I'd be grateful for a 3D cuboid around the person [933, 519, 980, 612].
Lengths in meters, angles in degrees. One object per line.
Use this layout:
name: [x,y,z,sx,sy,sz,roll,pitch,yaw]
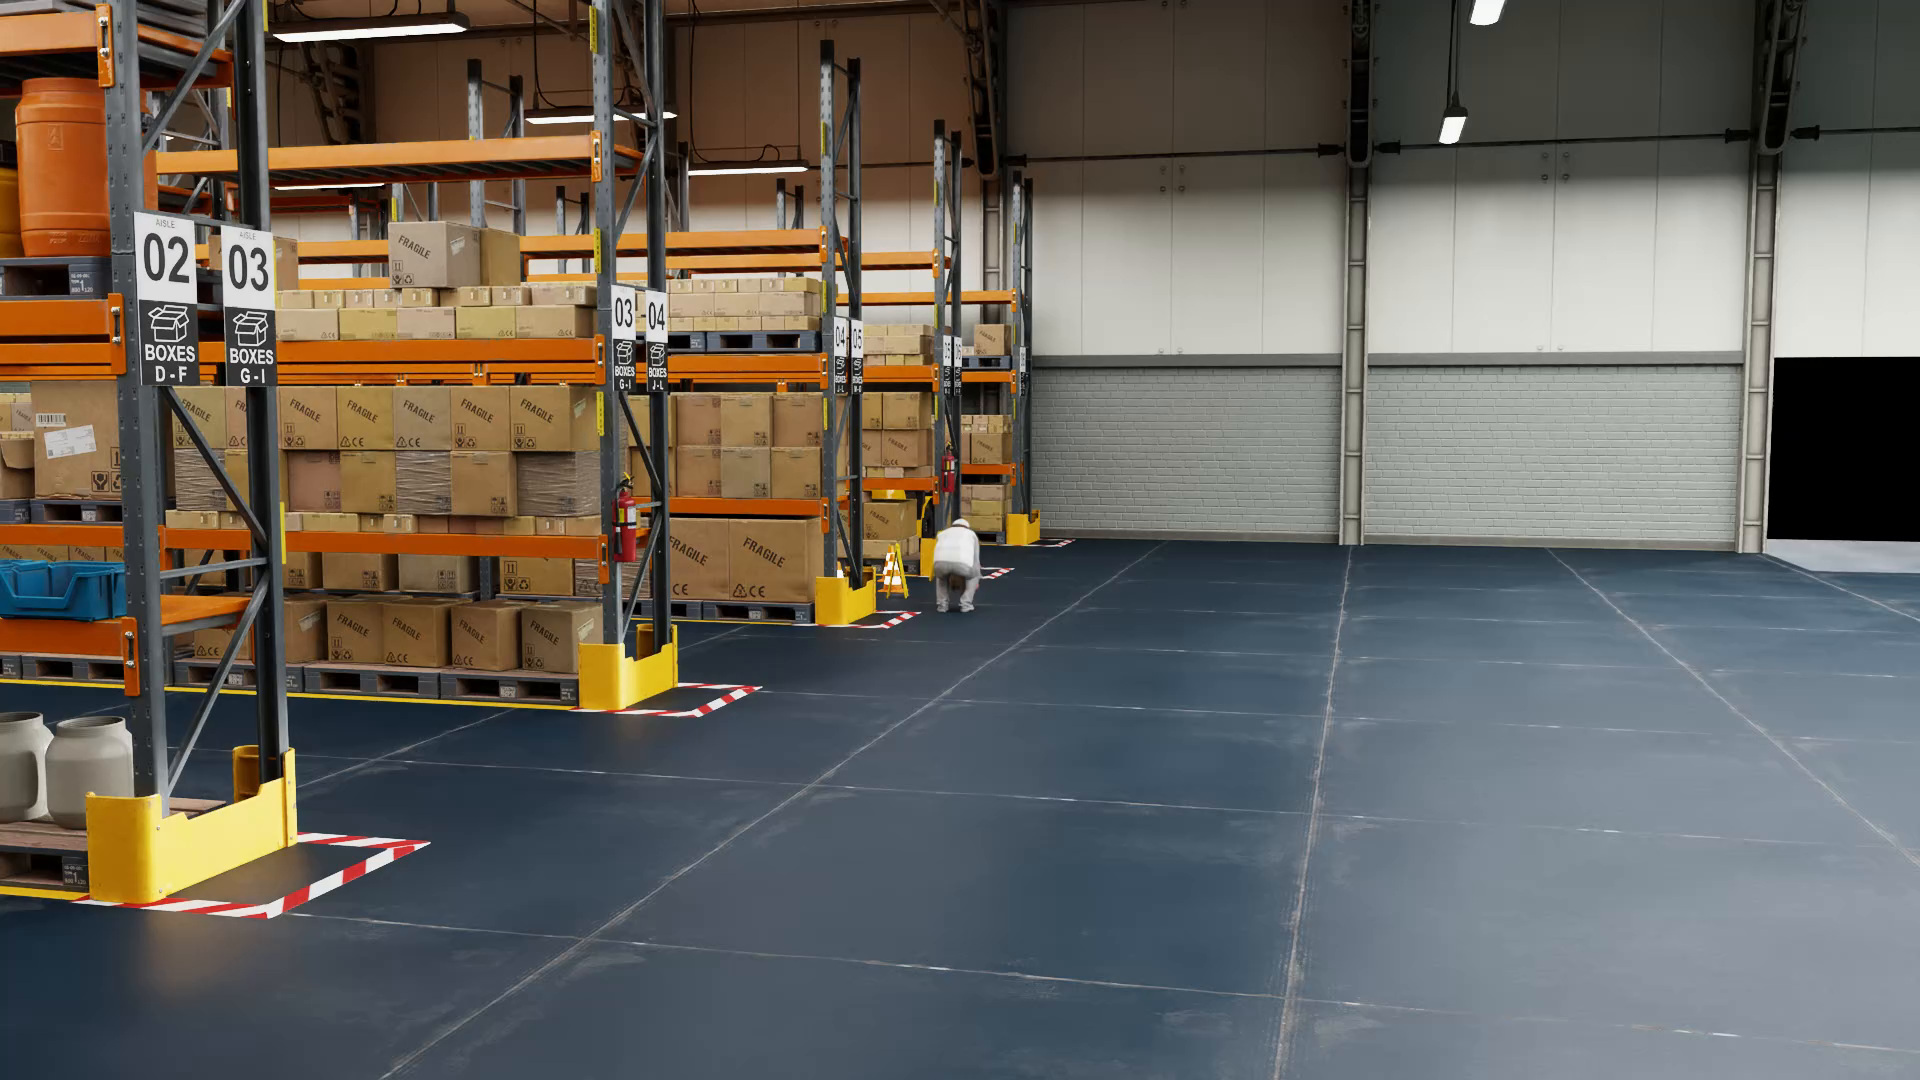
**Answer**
person: [-0.035,0.289,18.613,0.500,0.997,0.934,1,5,12]
